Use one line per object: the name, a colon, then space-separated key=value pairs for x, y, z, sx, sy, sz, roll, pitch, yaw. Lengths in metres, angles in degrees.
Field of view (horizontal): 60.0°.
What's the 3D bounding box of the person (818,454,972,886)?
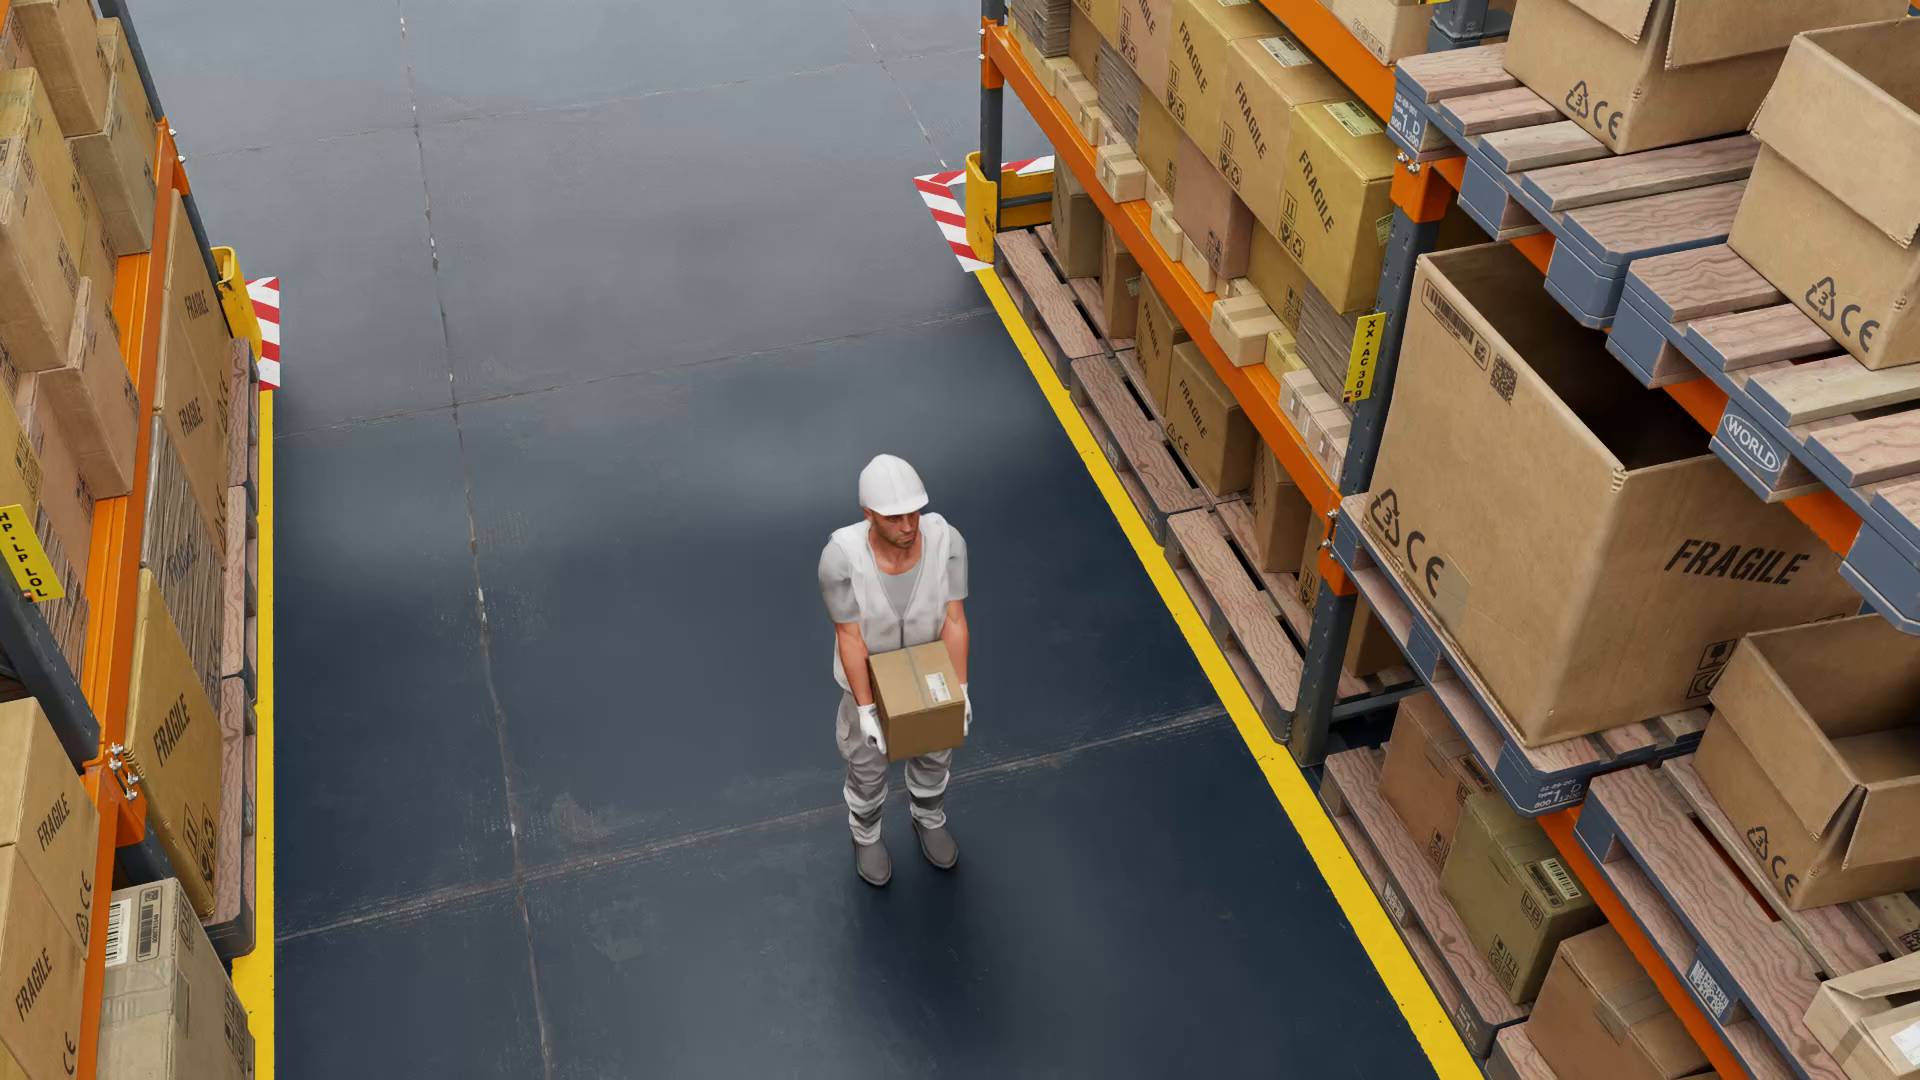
person: x=-0.177 y=0.521 z=5.562 sx=0.495 sy=1.785 sz=0.552 roll=-11 pitch=43 yaw=-12
